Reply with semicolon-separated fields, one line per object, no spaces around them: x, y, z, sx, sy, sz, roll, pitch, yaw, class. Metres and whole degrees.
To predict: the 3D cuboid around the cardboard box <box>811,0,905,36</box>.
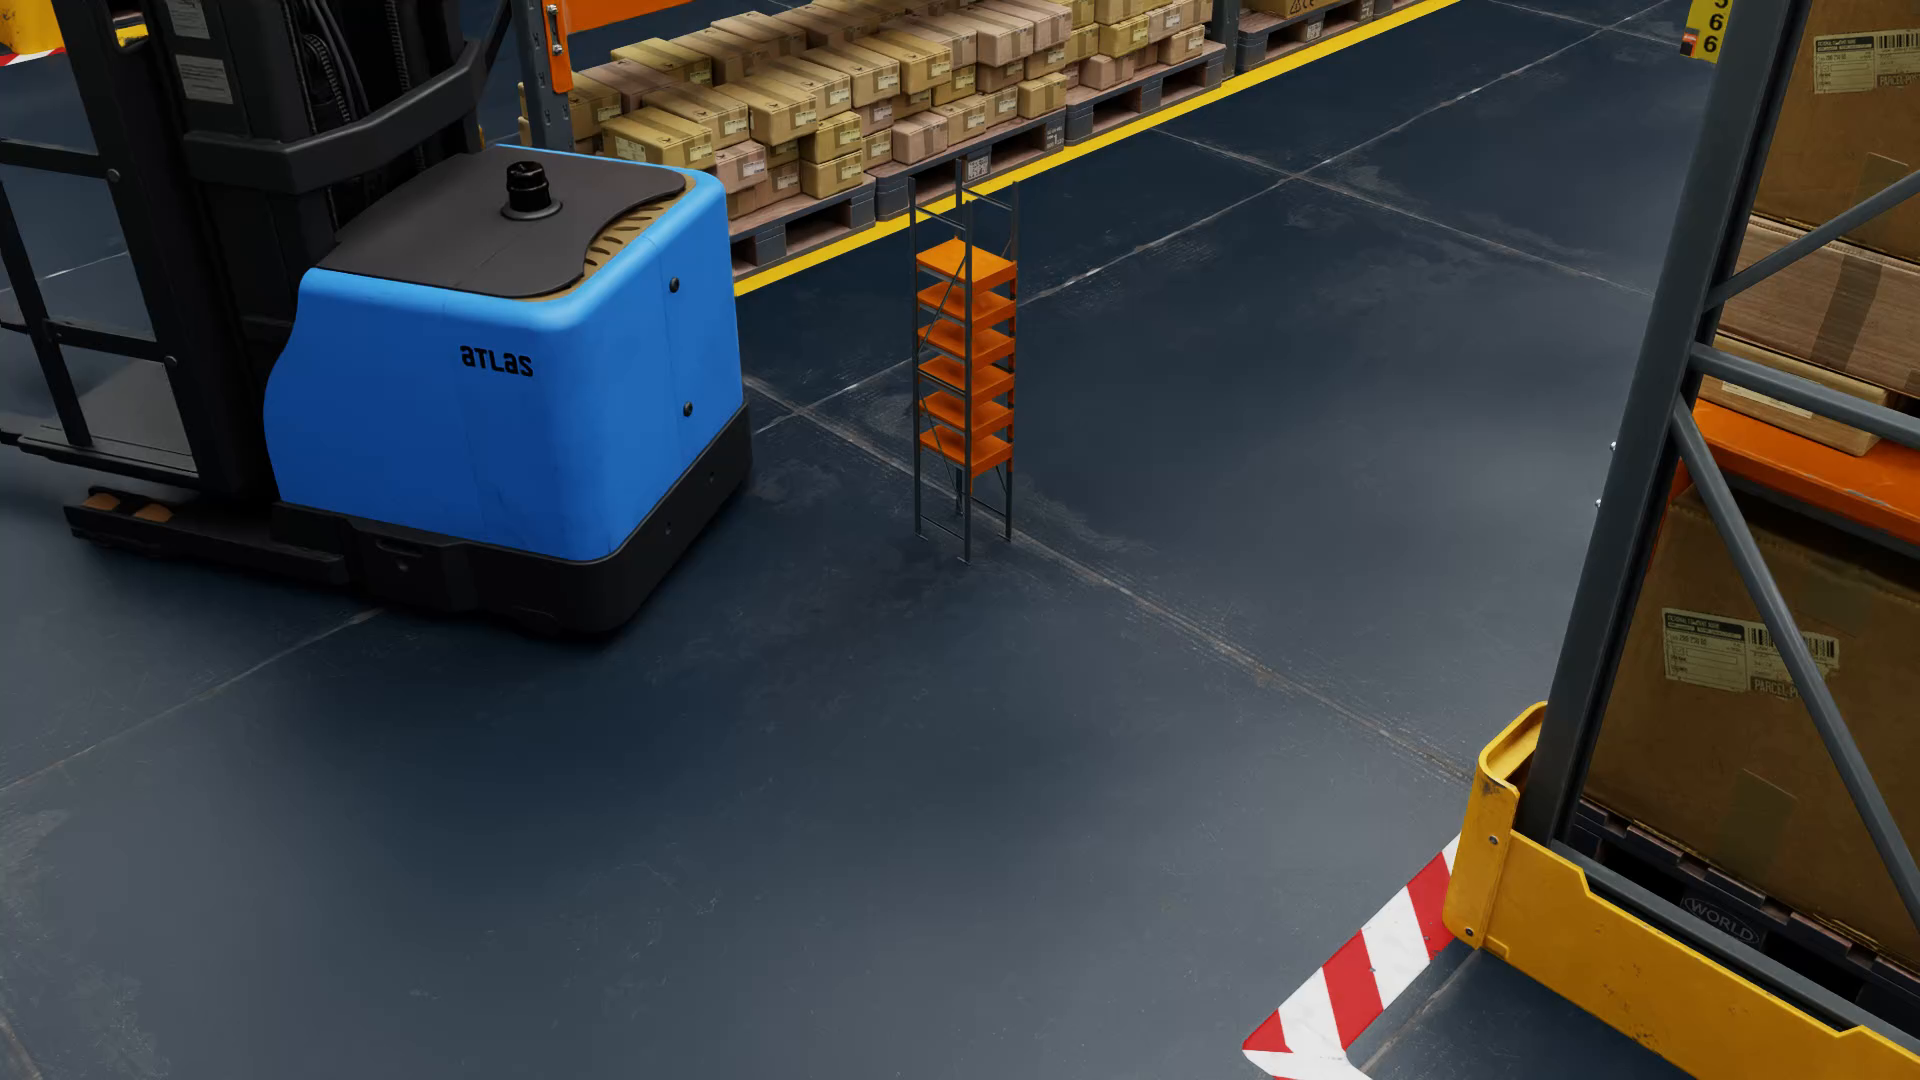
-0.468;-2.399;7.672;0.250;0.149;0.380;-30;45;-35;cardboard box

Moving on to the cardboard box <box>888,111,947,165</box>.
-0.277;-1.806;7.342;0.380;0.149;0.250;27;43;33;cardboard box

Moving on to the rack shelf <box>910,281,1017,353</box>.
0.010;-0.658;4.803;0.258;0.103;0.180;30;45;35;rack shelf

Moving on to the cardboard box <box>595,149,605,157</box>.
-1.226;-1.443;6.561;0.250;0.149;0.380;-28;44;-34;cardboard box

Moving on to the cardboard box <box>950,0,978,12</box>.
-0.133;-2.627;7.999;0.250;0.149;0.380;-29;44;-35;cardboard box

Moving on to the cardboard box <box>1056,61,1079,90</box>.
0.352;-2.276;8.016;0.380;0.149;0.250;28;44;34;cardboard box

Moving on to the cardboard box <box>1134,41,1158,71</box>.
0.764;-2.467;8.290;0.250;0.149;0.380;-29;44;-34;cardboard box

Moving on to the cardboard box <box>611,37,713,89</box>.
-1.274;-2.008;7.112;0.380;0.149;0.250;29;44;34;cardboard box

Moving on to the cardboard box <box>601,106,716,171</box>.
-1.167;-1.531;6.428;0.380;0.149;0.250;27;43;33;cardboard box

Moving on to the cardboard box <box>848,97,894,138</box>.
-0.506;-1.872;7.178;0.380;0.149;0.250;27;43;33;cardboard box

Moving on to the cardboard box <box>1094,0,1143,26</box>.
0.653;-2.606;7.970;0.380;0.149;0.250;29;44;35;cardboard box

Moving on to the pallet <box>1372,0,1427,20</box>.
2.448;-3.503;10.088;1.003;0.211;1.213;30;45;35;pallet

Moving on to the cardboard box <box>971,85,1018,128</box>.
0.046;-2.040;7.678;0.250;0.149;0.380;-29;44;-35;cardboard box

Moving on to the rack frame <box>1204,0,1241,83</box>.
1.041;-3.832;8.123;1.000;3.000;0.127;30;45;35;rack frame

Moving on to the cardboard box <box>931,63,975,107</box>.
-0.147;-2.105;7.511;0.250;0.149;0.380;-28;43;-34;cardboard box

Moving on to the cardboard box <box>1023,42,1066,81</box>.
0.275;-2.297;7.786;0.250;0.149;0.380;-29;44;-35;cardboard box

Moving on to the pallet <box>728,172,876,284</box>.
-1.126;-1.411;7.089;1.003;0.211;1.213;30;45;35;pallet

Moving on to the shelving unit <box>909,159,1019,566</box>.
0.010;-0.498;4.915;0.258;1.200;0.189;30;45;35;shelving unit

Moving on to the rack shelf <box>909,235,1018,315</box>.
0.010;-0.757;4.735;0.258;0.103;0.180;30;45;35;rack shelf

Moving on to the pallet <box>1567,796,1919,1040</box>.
2.179;0.619;4.178;1.003;0.211;1.213;30;45;35;pallet

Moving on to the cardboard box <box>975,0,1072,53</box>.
0.290;-2.385;7.653;0.380;0.149;0.250;27;43;33;cardboard box

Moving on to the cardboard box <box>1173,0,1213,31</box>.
1.045;-2.701;8.366;0.250;0.149;0.380;-29;44;-35;cardboard box

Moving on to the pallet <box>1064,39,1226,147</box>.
0.593;-2.402;8.509;1.003;0.211;1.213;30;45;35;pallet

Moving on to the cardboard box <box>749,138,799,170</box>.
-0.883;-1.666;6.882;0.250;0.149;0.380;-29;44;-35;cardboard box

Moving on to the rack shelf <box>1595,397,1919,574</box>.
3.081;-0.685;4.239;1.077;0.370;4.000;30;45;35;rack shelf

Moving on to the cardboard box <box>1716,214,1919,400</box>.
1.825;-0.533;3.263;0.500;0.250;0.500;29;44;35;cardboard box

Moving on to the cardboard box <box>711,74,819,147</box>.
-0.789;-1.742;6.731;0.380;0.149;0.250;29;44;35;cardboard box

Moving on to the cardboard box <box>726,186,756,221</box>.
-1.054;-1.434;6.810;0.380;0.149;0.250;29;44;35;cardboard box

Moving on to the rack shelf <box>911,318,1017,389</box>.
0.010;-0.560;4.872;0.258;0.103;0.180;30;45;35;rack shelf

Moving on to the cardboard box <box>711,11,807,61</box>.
-0.897;-2.219;7.414;0.250;0.149;0.380;-28;44;-34;cardboard box

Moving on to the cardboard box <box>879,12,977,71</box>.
-0.144;-2.214;7.407;0.380;0.149;0.250;30;45;35;cardboard box

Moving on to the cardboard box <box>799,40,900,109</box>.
-0.471;-1.985;7.079;0.250;0.149;0.380;-28;44;-34;cardboard box

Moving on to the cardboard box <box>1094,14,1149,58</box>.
0.687;-2.470;8.035;0.380;0.149;0.250;28;44;34;cardboard box

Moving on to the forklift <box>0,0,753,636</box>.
-2.257;-1.420;4.724;3.031;2.935;1.130;11;36;15;forklift

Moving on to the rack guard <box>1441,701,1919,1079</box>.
1.655;0.867;3.570;1.175;0.500;0.348;30;45;35;rack guard

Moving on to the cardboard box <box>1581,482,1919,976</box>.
2.066;0.239;3.776;0.875;0.875;0.875;30;45;35;cardboard box

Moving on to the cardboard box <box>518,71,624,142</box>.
-1.584;-1.772;6.774;0.250;0.149;0.380;-29;44;-35;cardboard box

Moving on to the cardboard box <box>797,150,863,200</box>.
-0.626;-1.597;7.043;0.250;0.149;0.380;-29;44;-35;cardboard box

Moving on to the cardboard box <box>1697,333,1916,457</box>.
1.689;-0.343;3.339;0.250;0.149;0.380;-29;44;-35;cardboard box

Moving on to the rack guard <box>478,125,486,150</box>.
-1.723;-1.214;6.554;1.175;0.500;0.348;30;45;35;rack guard

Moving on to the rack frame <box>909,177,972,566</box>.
-0.054;-0.461;4.862;0.240;1.200;0.006;30;45;35;rack frame
